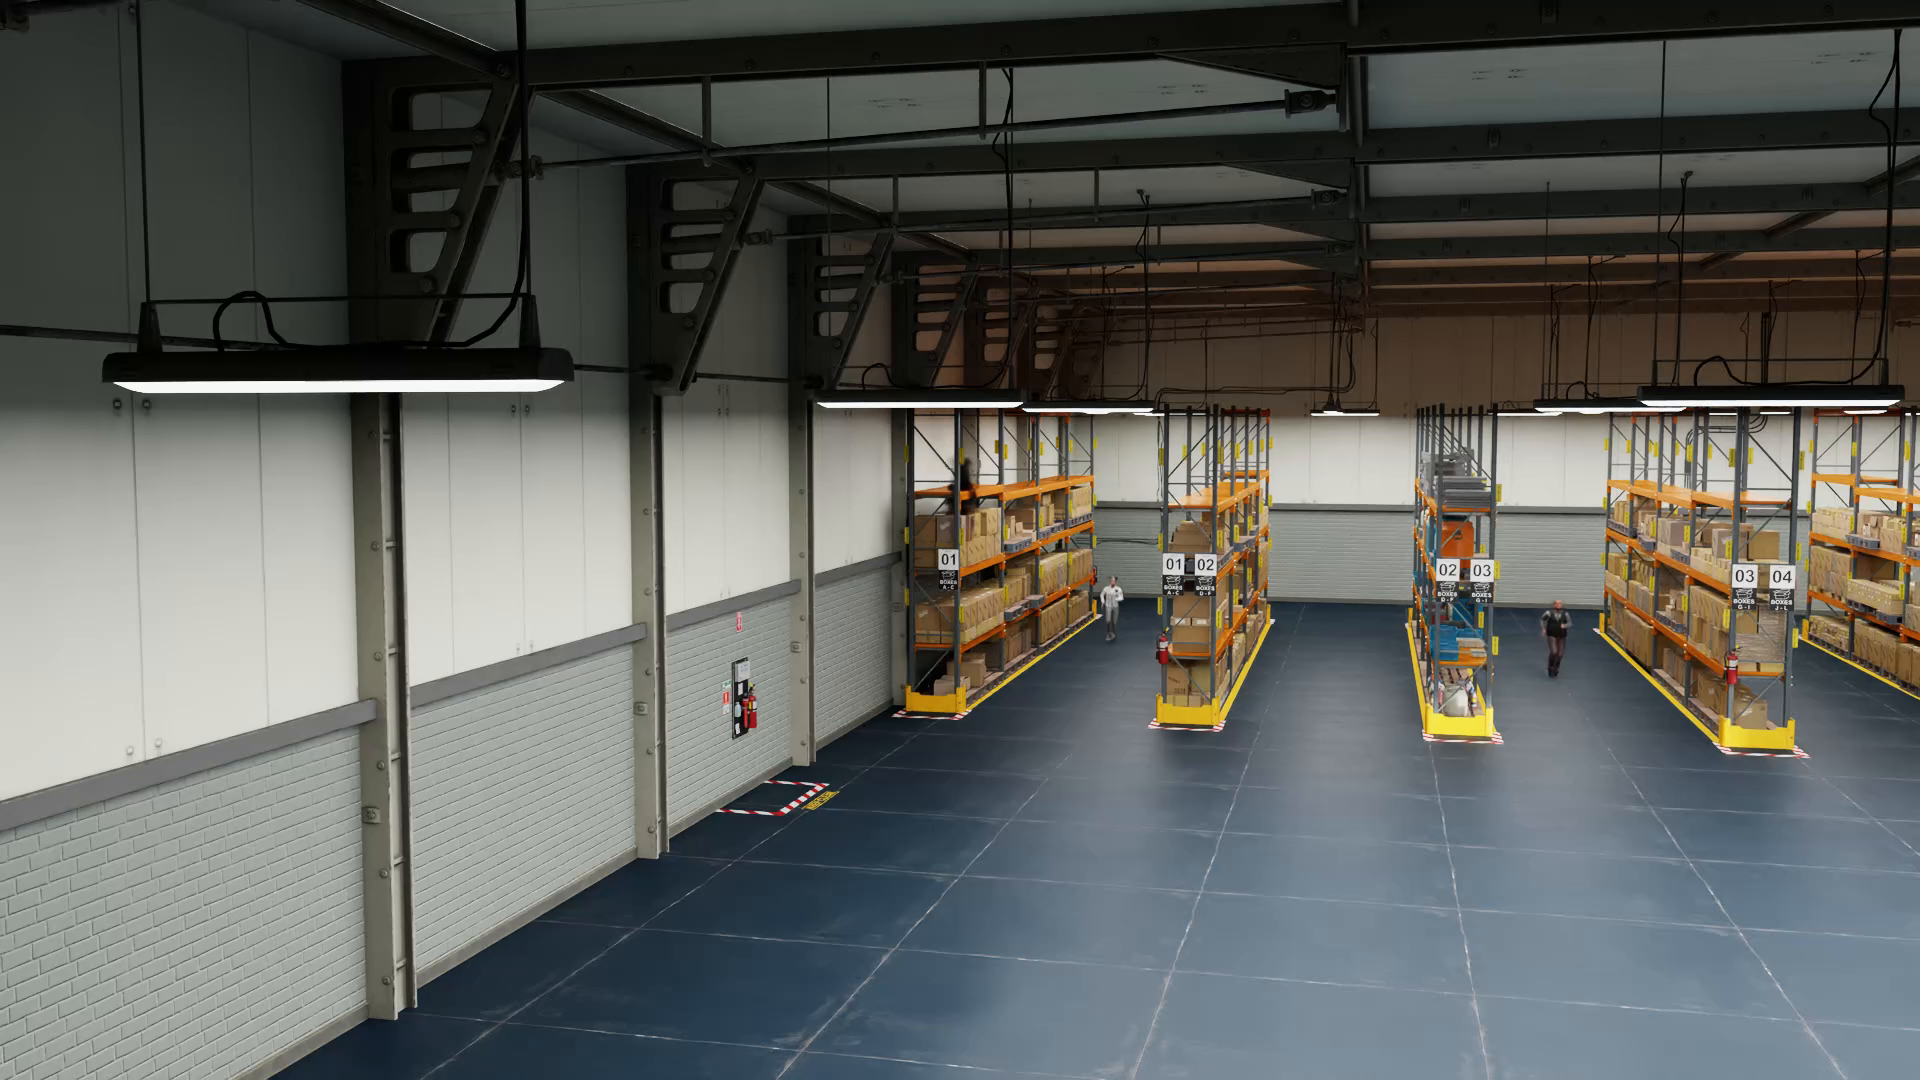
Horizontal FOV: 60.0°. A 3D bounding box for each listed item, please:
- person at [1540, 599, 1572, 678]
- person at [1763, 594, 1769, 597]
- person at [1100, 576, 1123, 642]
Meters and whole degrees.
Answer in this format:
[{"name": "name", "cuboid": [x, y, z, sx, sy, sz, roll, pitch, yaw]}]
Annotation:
[{"name": "person", "cuboid": [13.224, 2.188, 36.848, 0.616, 1.747, 0.726, 0, 4, 4]}, {"name": "person", "cuboid": [20.178, 1.833, 41.504, 0.692, 1.704, 0.741, 2, 5, 29]}, {"name": "person", "cuboid": [3.908, 1.767, 42.780, 0.575, 1.718, 0.695, 0, 4, 2]}]
